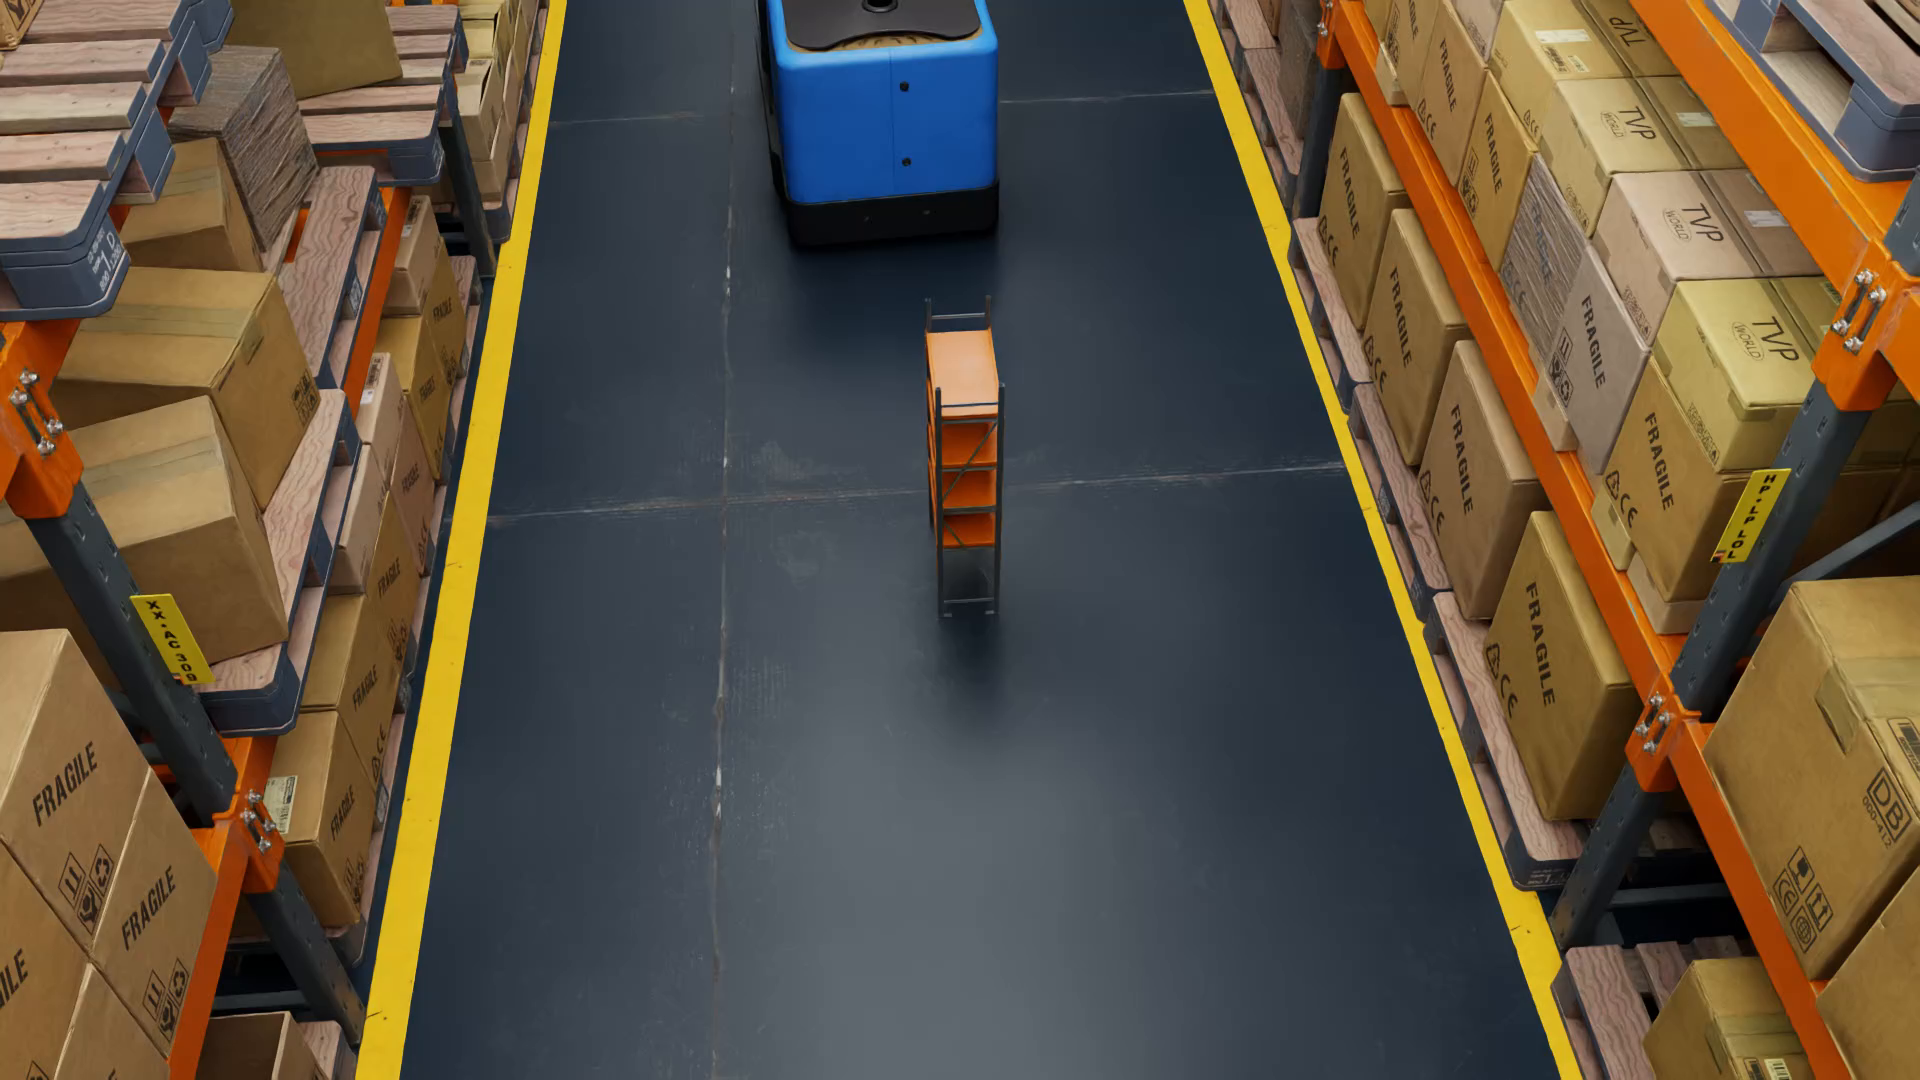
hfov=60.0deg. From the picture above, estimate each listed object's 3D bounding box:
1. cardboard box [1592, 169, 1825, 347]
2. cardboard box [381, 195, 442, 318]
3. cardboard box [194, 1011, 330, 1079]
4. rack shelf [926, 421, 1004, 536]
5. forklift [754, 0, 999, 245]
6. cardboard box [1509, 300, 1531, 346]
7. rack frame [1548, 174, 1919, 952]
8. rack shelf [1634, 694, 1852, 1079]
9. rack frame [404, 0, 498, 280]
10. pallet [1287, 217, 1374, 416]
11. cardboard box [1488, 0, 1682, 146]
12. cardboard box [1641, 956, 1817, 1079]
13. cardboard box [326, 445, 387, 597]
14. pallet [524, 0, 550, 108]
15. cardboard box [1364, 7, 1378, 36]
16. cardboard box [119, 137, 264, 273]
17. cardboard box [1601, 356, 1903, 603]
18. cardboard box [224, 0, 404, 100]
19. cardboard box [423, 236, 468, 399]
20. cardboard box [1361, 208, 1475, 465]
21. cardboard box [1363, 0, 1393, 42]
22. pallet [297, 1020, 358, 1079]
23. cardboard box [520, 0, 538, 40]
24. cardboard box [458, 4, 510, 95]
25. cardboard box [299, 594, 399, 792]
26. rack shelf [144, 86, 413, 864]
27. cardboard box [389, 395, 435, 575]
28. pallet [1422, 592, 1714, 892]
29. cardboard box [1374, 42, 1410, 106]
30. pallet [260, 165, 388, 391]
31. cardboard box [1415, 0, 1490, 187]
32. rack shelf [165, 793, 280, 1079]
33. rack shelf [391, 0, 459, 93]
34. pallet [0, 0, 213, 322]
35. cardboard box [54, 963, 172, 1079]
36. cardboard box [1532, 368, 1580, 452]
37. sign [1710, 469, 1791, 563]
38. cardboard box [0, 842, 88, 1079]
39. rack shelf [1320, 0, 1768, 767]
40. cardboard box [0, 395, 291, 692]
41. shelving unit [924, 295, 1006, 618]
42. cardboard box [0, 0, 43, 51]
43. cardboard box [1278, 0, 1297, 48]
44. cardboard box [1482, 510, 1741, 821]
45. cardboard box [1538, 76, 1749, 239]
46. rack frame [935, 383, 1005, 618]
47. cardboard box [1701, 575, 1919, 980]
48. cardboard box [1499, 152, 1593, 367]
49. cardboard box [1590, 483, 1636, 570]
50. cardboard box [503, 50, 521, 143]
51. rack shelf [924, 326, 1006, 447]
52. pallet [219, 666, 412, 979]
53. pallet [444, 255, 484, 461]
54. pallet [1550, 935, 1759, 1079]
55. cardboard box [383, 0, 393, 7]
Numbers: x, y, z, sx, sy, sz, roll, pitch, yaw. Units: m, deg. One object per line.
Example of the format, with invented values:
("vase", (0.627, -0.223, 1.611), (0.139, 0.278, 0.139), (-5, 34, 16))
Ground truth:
("cardboard box", (2.177, -0.820, 4.793), (0.500, 0.250, 0.500), (-3, 47, -2))
("cardboard box", (-2.445, -1.163, 6.824), (0.500, 0.250, 0.500), (-2, 47, -2))
("cardboard box", (-2.101, 1.681, 4.647), (0.500, 0.500, 0.500), (-3, 47, -3))
("rack shelf", (0.014, -0.247, 6.386), (0.258, 0.148, 0.480), (-3, 47, -3))
("forklift", (-0.545, -3.536, 8.217), (1.130, 2.935, 3.031), (-6, 47, -6))
("cardboard box", (2.132, -0.795, 5.733), (0.380, 0.149, 0.250), (-5, 47, -4))
("rack frame", (2.505, 0.274, 4.561), (1.000, 3.000, 0.127), (-3, 47, -3))
("rack shelf", (2.672, 1.969, 3.451), (1.077, 0.370, 4.000), (-3, 47, -3))
("rack frame", (-2.766, -2.316, 7.014), (1.000, 3.000, 0.127), (-3, 47, -3))
("pallet", (2.161, -1.086, 7.769), (1.003, 0.211, 1.213), (-3, 47, -3))
("cardboard box", (2.091, -1.558, 5.492), (0.500, 0.250, 0.500), (-4, 47, -4))
("cardboard box", (2.465, 1.537, 4.797), (0.700, 0.500, 0.500), (-3, 47, -3))
("cardboard box", (-2.313, -0.060, 5.779), (0.500, 0.250, 0.500), (-3, 47, -3))
("pallet", (-2.895, -2.836, 9.427), (1.003, 0.211, 1.213), (-3, 47, -3))
("cardboard box", (1.967, -2.288, 7.147), (0.380, 0.149, 0.250), (-4, 47, -4))
("cardboard box", (-2.641, -0.875, 5.291), (0.700, 0.500, 0.500), (-14, 48, -13))
("cardboard box", (2.215, -0.188, 4.711), (0.500, 0.500, 0.500), (-4, 47, -4))
("cardboard box", (-2.601, -2.046, 6.400), (0.700, 0.500, 0.500), (-18, 49, -16))
("cardboard box", (-2.454, -0.945, 7.134), (0.500, 0.500, 0.500), (-2, 47, -2))
("cardboard box", (2.168, -0.851, 6.817), (0.750, 0.750, 0.750), (-4, 47, -3))
("cardboard box", (1.955, -2.396, 6.802), (0.500, 0.500, 0.500), (-2, 47, -2))
("pallet", (-2.375, 2.034, 4.815), (1.003, 0.211, 1.213), (-3, 47, -3))
("cardboard box", (-2.652, -3.022, 9.287), (0.500, 0.250, 0.500), (-3, 47, -2))
("cardboard box", (-2.570, -2.484, 8.391), (0.500, 0.311, 0.500), (-5, 47, -4))
("cardboard box", (-2.285, 0.536, 5.731), (0.500, 0.500, 0.500), (-3, 47, -3))
("rack shelf", (-2.599, -0.621, 5.905), (1.077, 0.370, 4.000), (-3, 47, -3))
("cardboard box", (-2.361, -0.191, 6.420), (0.500, 0.500, 0.500), (-5, 47, -5))
("pallet", (2.365, 0.680, 6.097), (1.003, 0.211, 1.213), (-3, 47, -3))
("cardboard box", (1.917, -1.908, 6.786), (0.380, 0.149, 0.250), (-2, 47, -2))
("pallet", (-2.599, -0.843, 5.751), (1.003, 0.211, 1.213), (-3, 47, -3))
("cardboard box", (2.030, -1.658, 6.103), (0.500, 0.500, 0.500), (-4, 47, -3))
("rack shelf", (-2.264, 2.273, 3.164), (1.077, 0.370, 4.000), (-3, 47, -3))
("rack shelf", (-2.934, -3.515, 8.645), (1.077, 0.370, 4.000), (-3, 47, -3))
("pallet", (-2.416, -0.865, 3.703), (1.213, 0.211, 1.003), (-3, 47, -3))
("cardboard box", (-2.089, 1.263, 3.556), (0.500, 0.500, 0.500), (-2, 47, -2))
("cardboard box", (2.092, -0.432, 5.389), (0.380, 0.149, 0.250), (-3, 47, -3))
("sign", (1.965, -0.056, 4.131), (0.100, 0.325, 0.005), (-3, 47, -3))
("cardboard box", (-2.085, 0.921, 3.191), (0.500, 0.500, 0.500), (-4, 47, -4))
("rack shelf", (2.337, -0.925, 6.192), (1.077, 0.370, 4.000), (-3, 47, -3))
("cardboard box", (-2.248, 0.043, 4.422), (0.700, 0.500, 0.500), (-18, 49, -16))
("shelving unit", (0.014, -0.293, 6.337), (0.258, 1.200, 0.503), (-3, 47, -3))
("cardboard box", (-2.479, -1.517, 3.765), (0.600, 0.600, 0.600), (-4, 47, -4))
("cardboard box", (2.130, -2.809, 8.899), (0.700, 0.500, 0.500), (-4, 47, -3))
("cardboard box", (2.321, 0.407, 5.627), (0.750, 0.750, 0.750), (-3, 47, -3))
("cardboard box", (2.135, -1.189, 5.143), (0.500, 0.250, 0.500), (-3, 47, -3))
("rack frame", (0.034, -0.116, 6.170), (0.240, 1.200, 0.015), (-3, 47, -3))
("cardboard box", (2.534, 0.565, 4.079), (0.980, 0.700, 0.700), (-3, 47, -3))
("cardboard box", (2.129, -0.920, 5.405), (0.500, 0.500, 0.500), (-3, 47, -3))
("cardboard box", (2.150, -0.055, 5.031), (0.380, 0.149, 0.250), (-3, 47, -3))
("cardboard box", (-2.560, -2.275, 8.580), (0.500, 0.250, 0.500), (-5, 47, -4))
("rack shelf", (0.014, -0.563, 6.052), (0.258, 0.148, 0.480), (-3, 47, -3))
("pallet", (-2.537, 0.951, 5.841), (1.003, 0.211, 1.213), (-3, 47, -3))
("pallet", (-2.741, -0.814, 7.512), (1.003, 0.211, 1.213), (-3, 47, -3))
("pallet", (2.490, 1.788, 5.048), (1.003, 0.211, 1.213), (-3, 47, -3))
("cardboard box", (-2.753, -2.551, 7.298), (0.500, 0.311, 0.500), (-1, 47, -1))
